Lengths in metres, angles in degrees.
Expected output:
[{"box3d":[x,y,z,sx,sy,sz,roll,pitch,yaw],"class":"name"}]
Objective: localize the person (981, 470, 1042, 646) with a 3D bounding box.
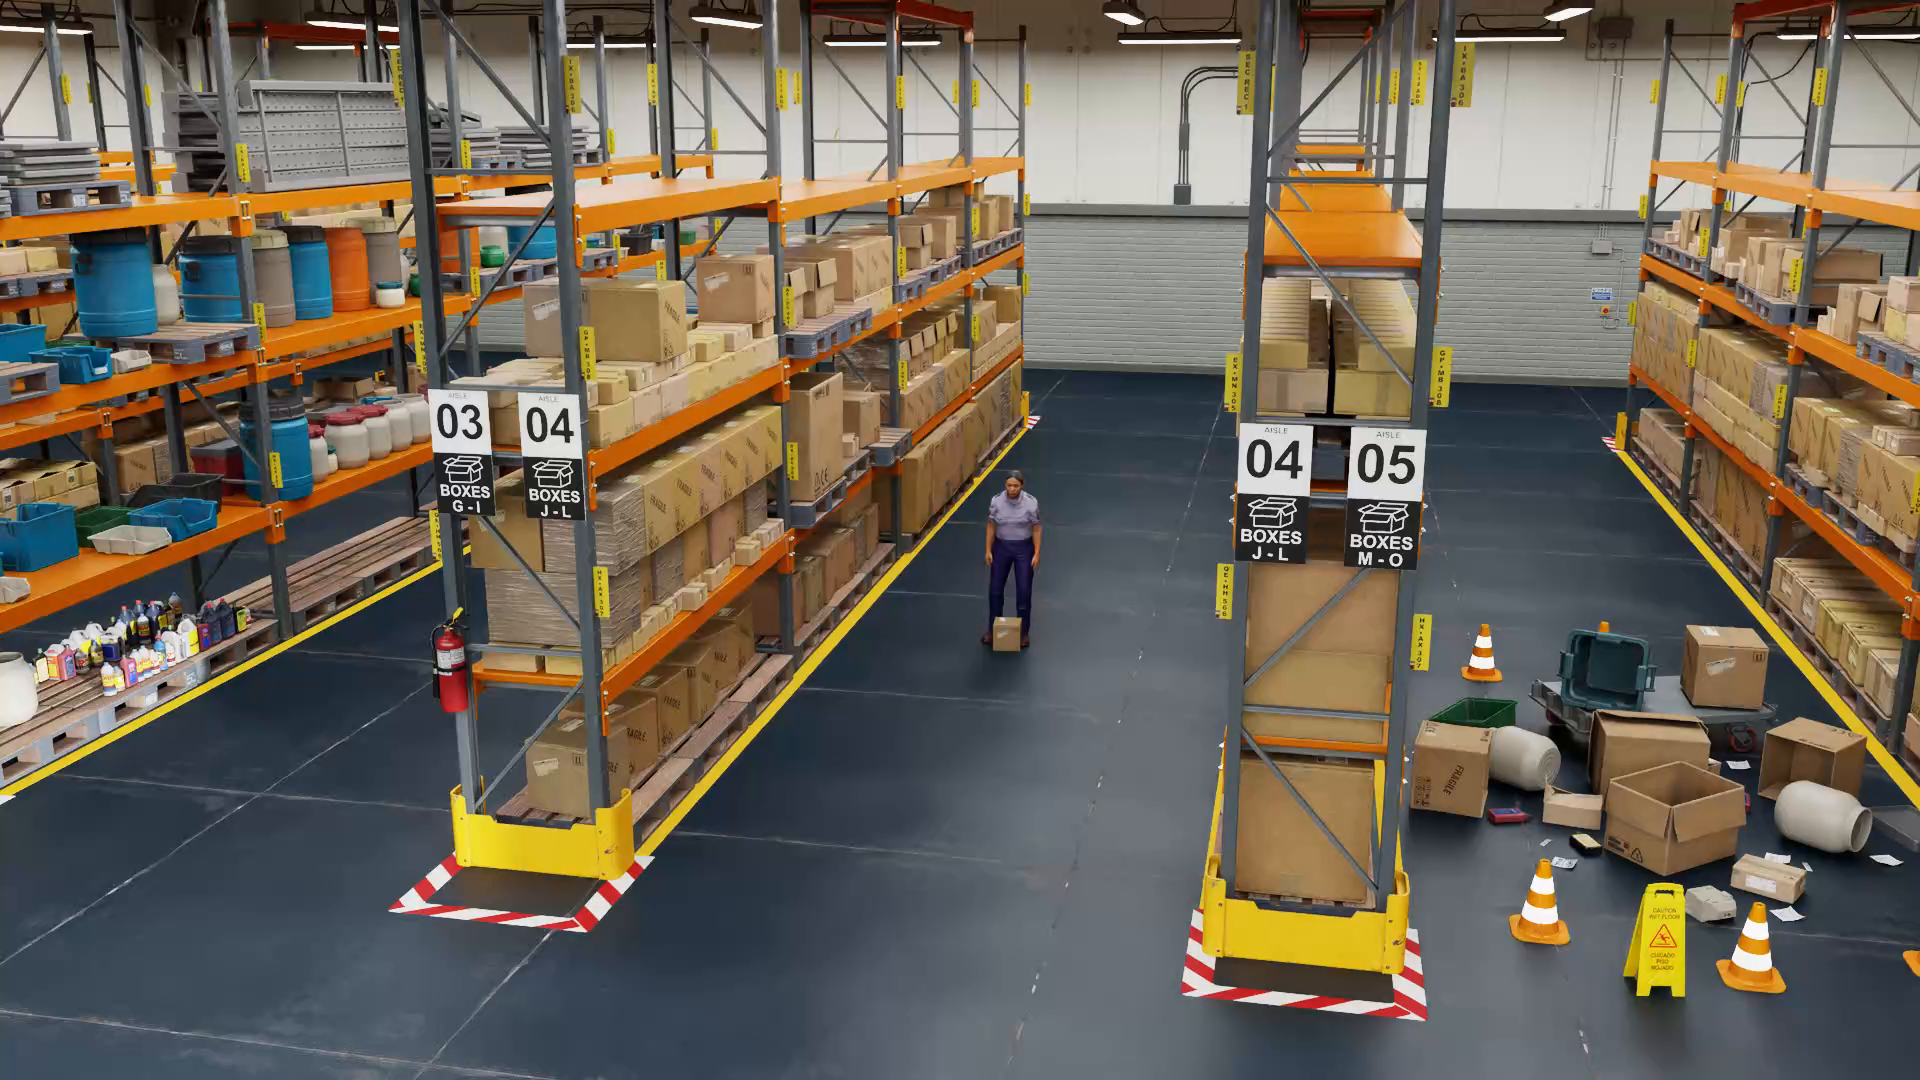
[{"box3d":[0.484,0.144,15.483,0.539,1.652,0.412,3,15,11],"class":"person"}]
